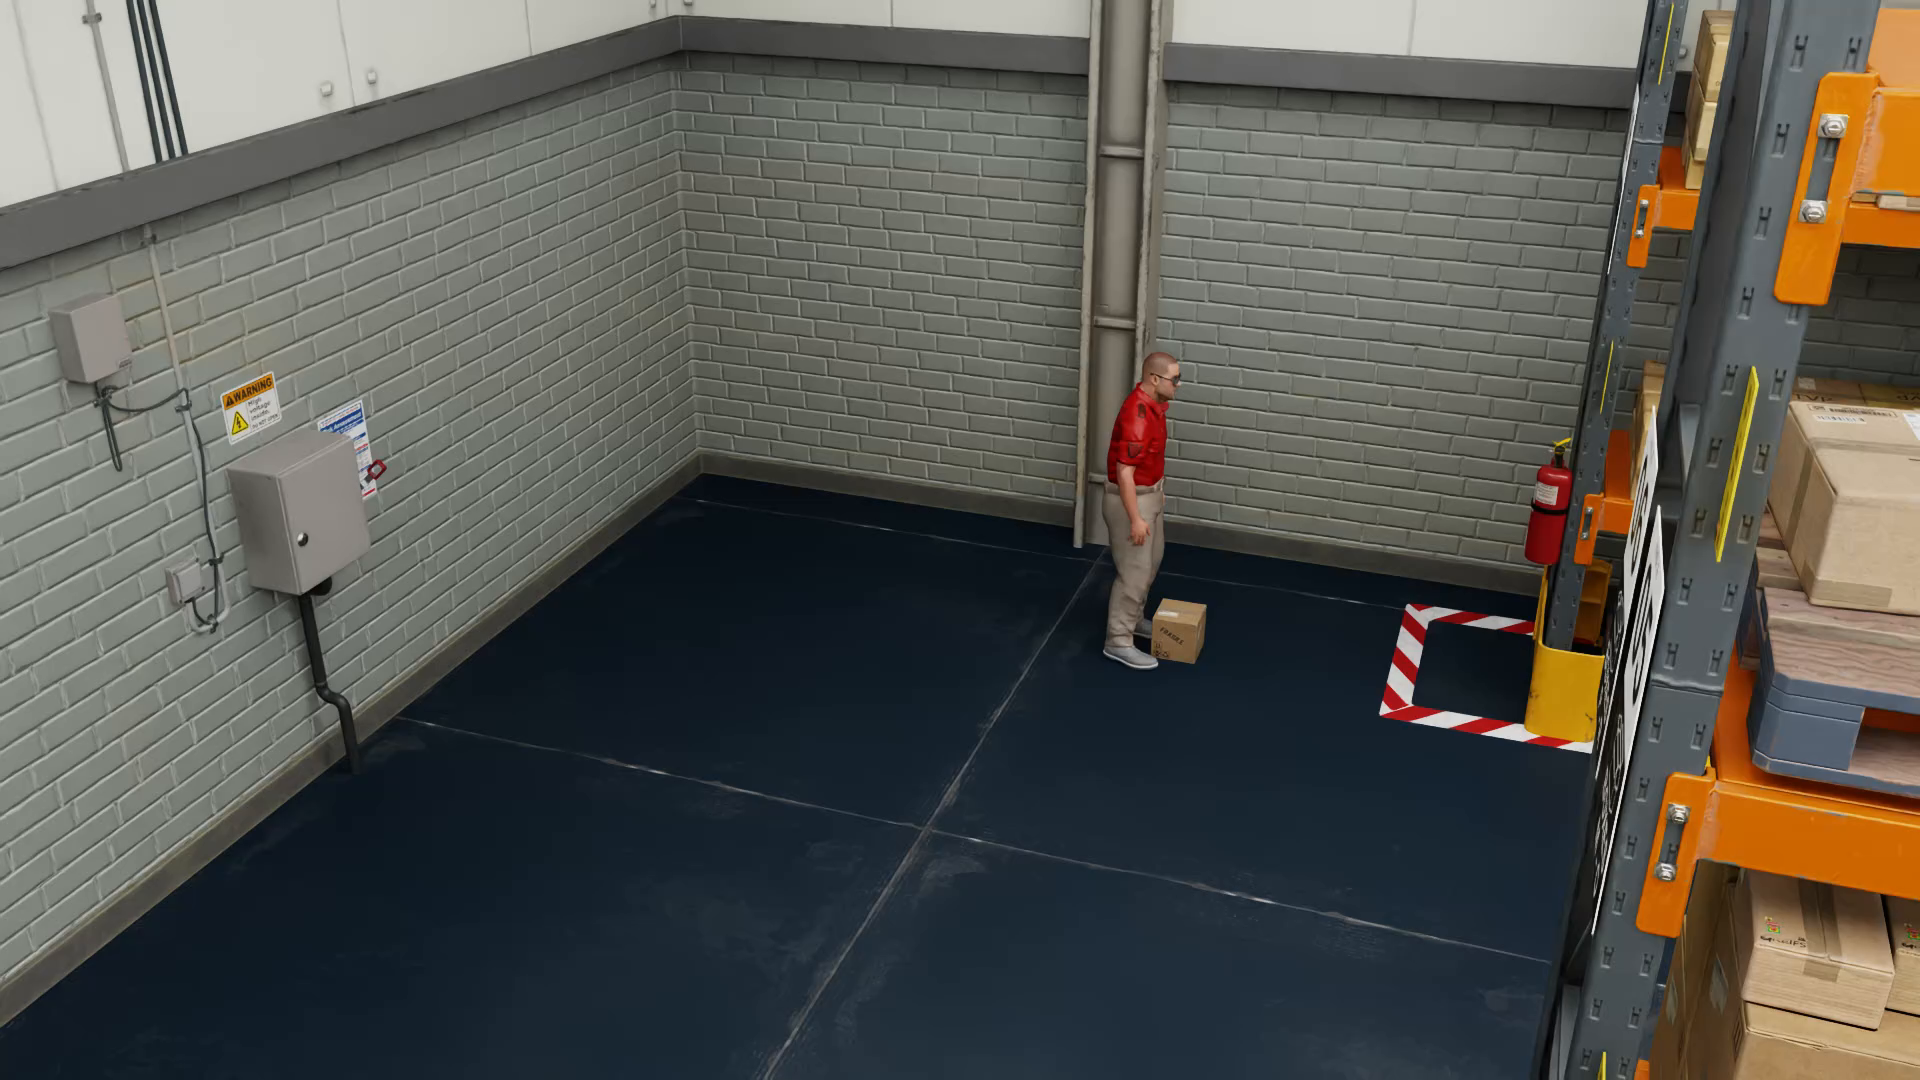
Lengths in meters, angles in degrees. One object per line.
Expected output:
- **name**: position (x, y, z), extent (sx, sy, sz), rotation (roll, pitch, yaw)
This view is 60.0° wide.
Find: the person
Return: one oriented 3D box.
- **person**: position (0.979, -0.196, 9.035), extent (0.384, 1.727, 0.597), rotation (8, 27, 16)
